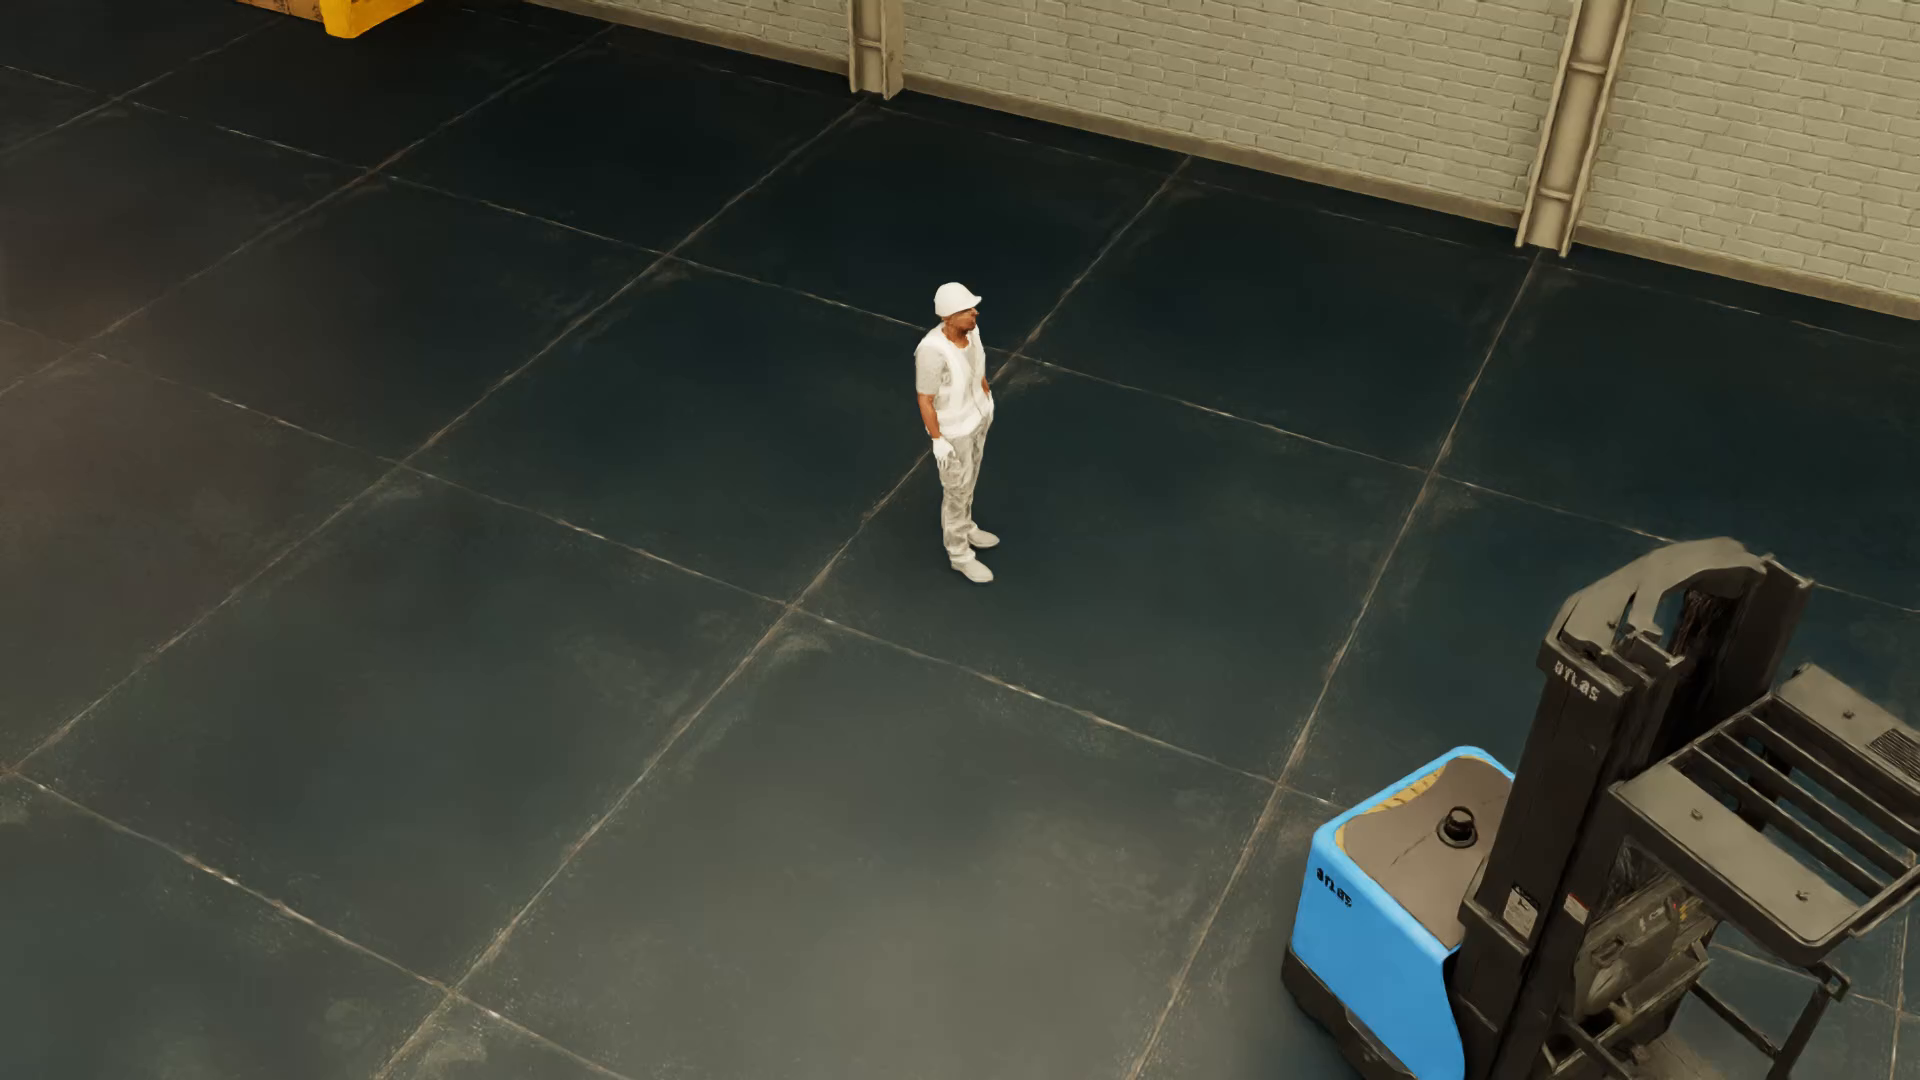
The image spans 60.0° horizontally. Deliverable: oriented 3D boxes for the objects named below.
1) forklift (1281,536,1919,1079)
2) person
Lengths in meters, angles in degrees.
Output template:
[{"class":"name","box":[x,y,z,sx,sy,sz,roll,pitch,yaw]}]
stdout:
[{"class":"forklift","box":[2.731,1.567,6.126,1.130,2.935,3.031,-23,45,-25]},{"class":"person","box":[0.060,-0.662,9.652,0.576,1.782,0.655,18,43,21]}]
